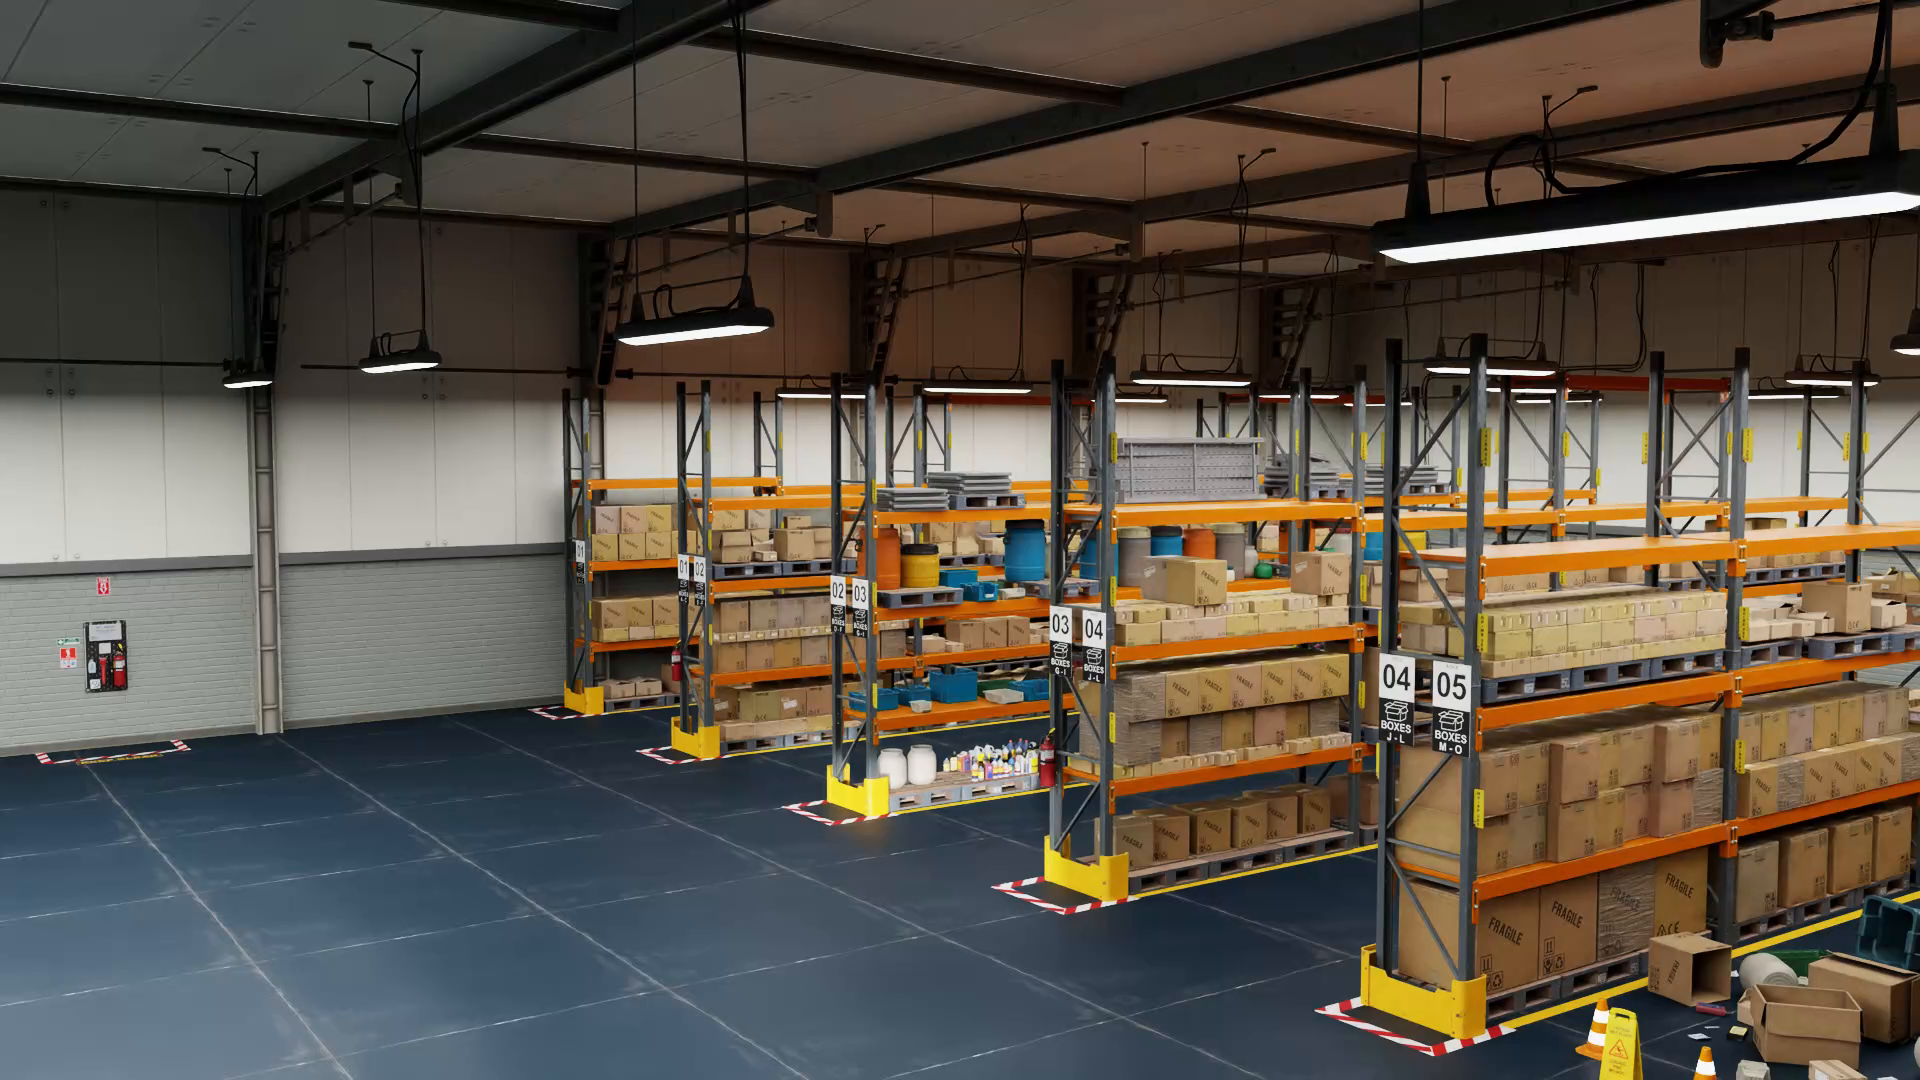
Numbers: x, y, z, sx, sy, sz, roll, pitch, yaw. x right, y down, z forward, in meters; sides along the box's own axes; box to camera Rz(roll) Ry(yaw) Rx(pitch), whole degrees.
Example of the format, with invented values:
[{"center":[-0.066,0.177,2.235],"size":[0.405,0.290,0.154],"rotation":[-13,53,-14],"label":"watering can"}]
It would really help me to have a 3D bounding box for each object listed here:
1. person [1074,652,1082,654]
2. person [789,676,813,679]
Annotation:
[{"center":[2.324,2.146,34.703],"size":[0.936,1.742,0.713],"rotation":[-3,5,-36],"label":"person"},{"center":[-3.017,2.288,31.696],"size":[0.733,1.736,0.589],"rotation":[0,4,-7],"label":"person"}]
